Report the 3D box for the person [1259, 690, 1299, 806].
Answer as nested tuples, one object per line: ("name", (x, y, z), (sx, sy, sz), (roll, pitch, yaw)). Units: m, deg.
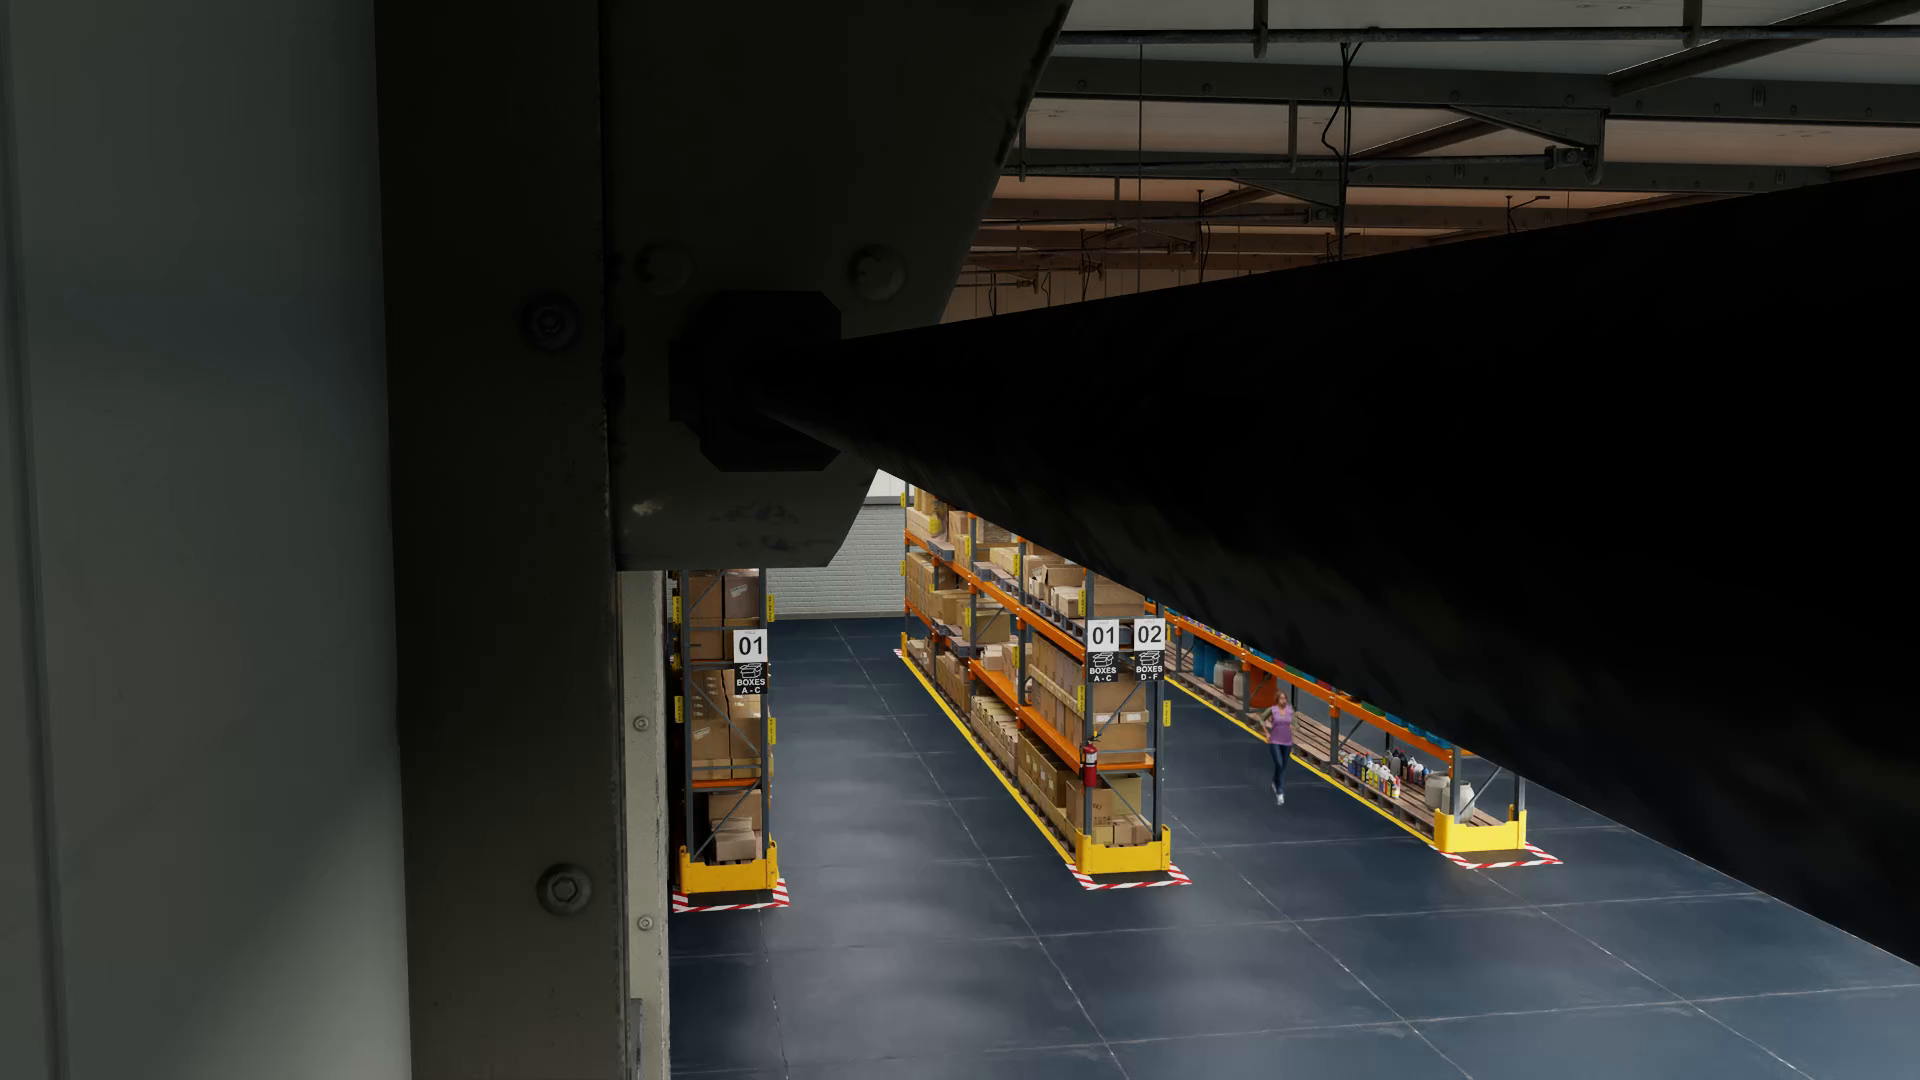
("person", (4.683, 3.010, 24.346), (0.522, 1.640, 0.690), (-1, 6, -9))
